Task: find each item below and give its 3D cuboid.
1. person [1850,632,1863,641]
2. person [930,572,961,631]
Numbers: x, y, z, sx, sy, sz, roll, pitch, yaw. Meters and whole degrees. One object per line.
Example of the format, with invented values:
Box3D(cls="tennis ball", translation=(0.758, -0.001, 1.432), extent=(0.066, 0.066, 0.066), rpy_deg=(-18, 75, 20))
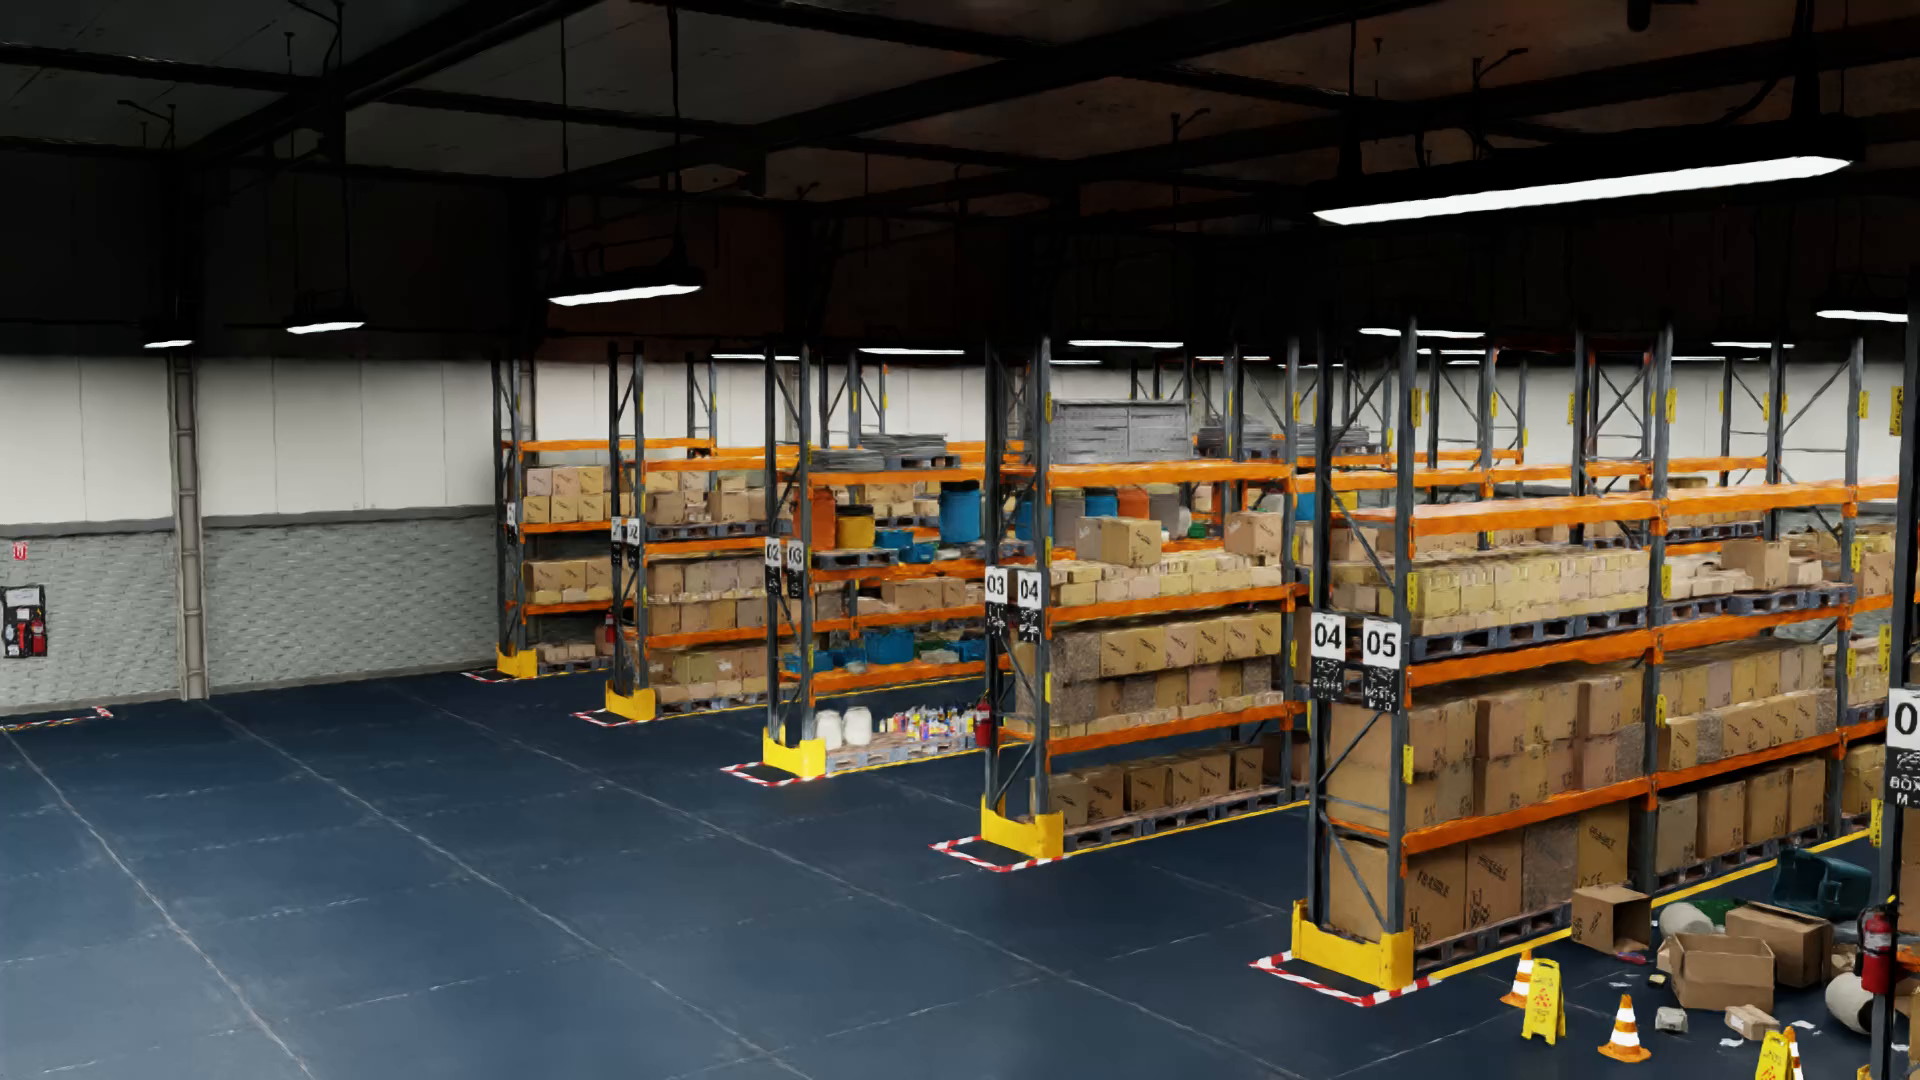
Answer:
Box3D(cls="person", translation=(13.115, 2.172, 24.419), extent=(0.590, 1.664, 0.570), rpy_deg=(-2, 6, -24))
Box3D(cls="person", translation=(-0.334, 1.352, 33.906), extent=(1.043, 1.679, 0.589), rpy_deg=(-4, 6, -38))
